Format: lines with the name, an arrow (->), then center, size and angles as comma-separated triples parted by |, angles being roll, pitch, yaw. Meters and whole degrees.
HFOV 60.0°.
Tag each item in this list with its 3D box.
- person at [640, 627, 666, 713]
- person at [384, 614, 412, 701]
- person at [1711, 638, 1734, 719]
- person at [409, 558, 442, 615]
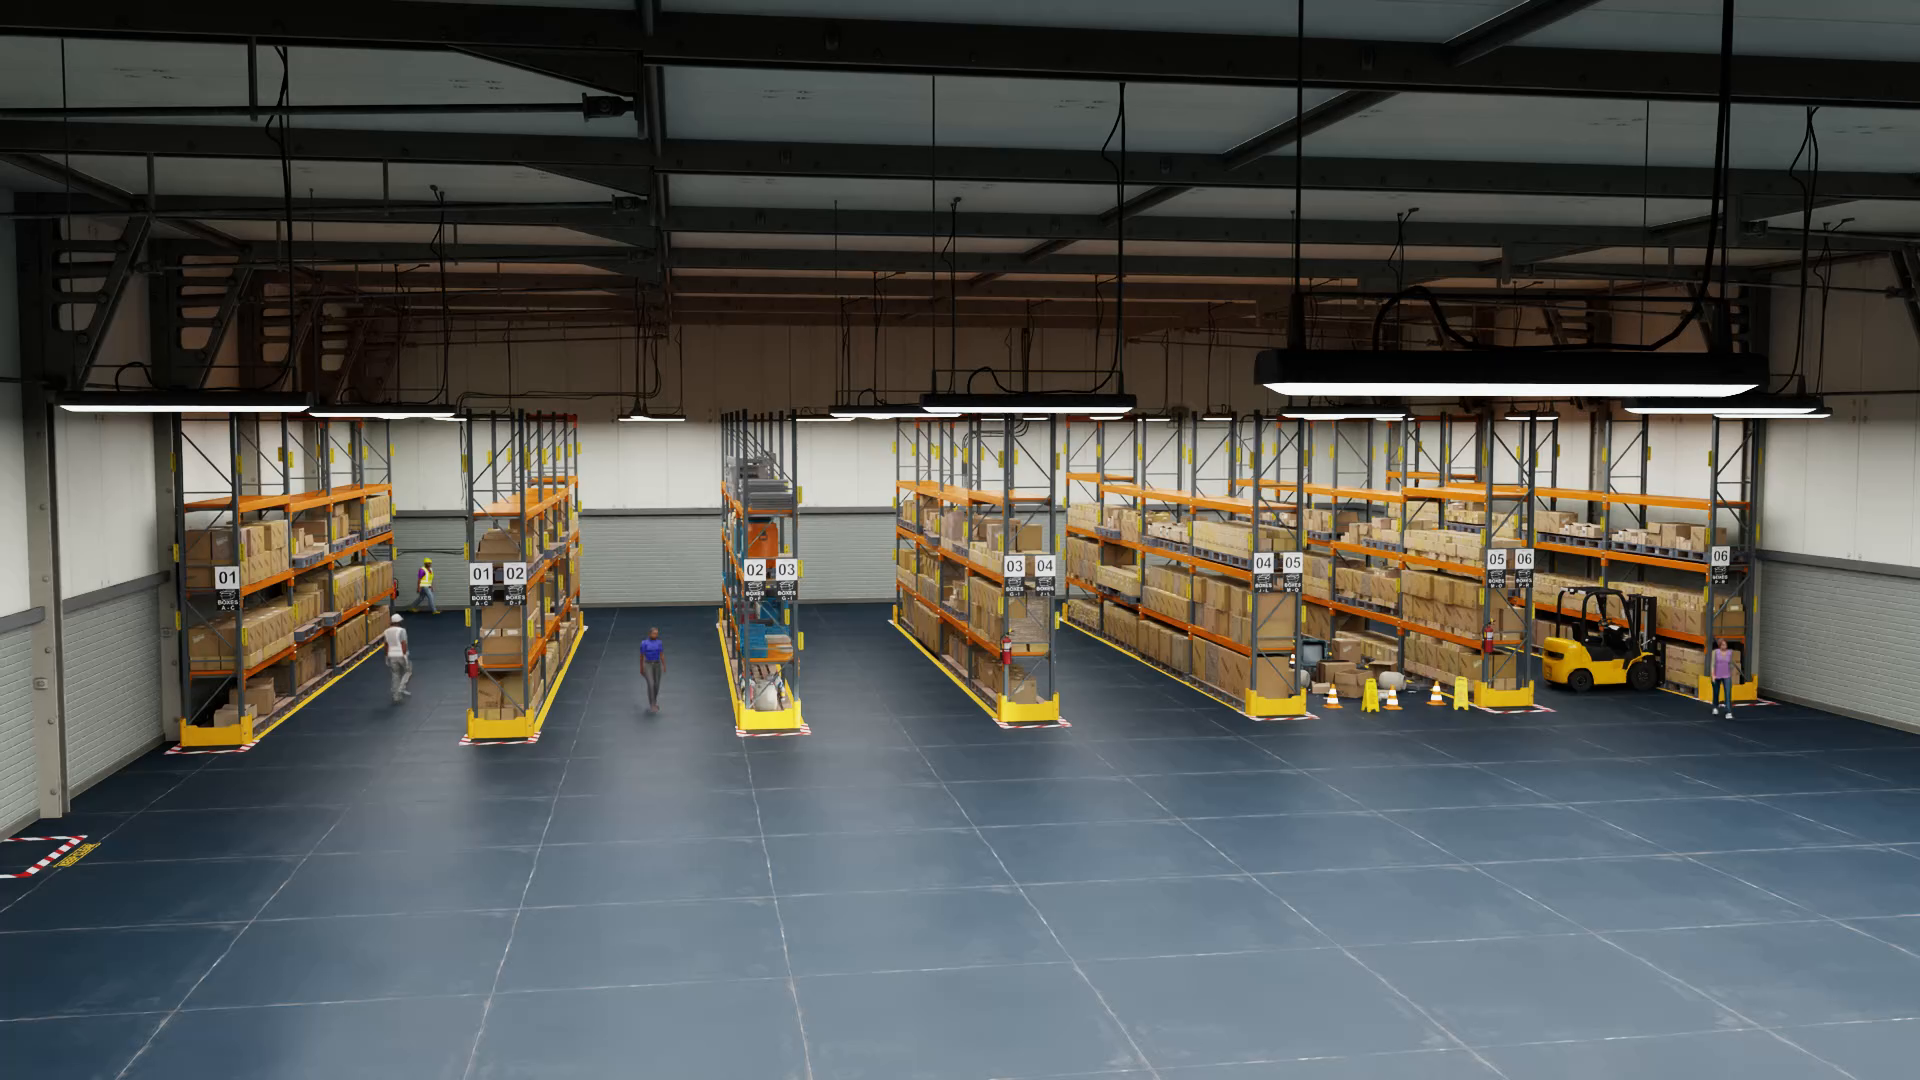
person -> -6.122, 2.608, 33.360 | 0.470, 1.639, 0.747 | -3, 5, -36
person -> -11.657, 2.428, 34.428 | 0.593, 1.774, 0.520 | 0, 4, 3
person -> 14.846, 2.678, 32.377 | 0.415, 1.561, 0.818 | 2, 4, 26
person -> -16.076, 1.389, 50.018 | 1.122, 1.709, 0.555 | 0, 4, 6
